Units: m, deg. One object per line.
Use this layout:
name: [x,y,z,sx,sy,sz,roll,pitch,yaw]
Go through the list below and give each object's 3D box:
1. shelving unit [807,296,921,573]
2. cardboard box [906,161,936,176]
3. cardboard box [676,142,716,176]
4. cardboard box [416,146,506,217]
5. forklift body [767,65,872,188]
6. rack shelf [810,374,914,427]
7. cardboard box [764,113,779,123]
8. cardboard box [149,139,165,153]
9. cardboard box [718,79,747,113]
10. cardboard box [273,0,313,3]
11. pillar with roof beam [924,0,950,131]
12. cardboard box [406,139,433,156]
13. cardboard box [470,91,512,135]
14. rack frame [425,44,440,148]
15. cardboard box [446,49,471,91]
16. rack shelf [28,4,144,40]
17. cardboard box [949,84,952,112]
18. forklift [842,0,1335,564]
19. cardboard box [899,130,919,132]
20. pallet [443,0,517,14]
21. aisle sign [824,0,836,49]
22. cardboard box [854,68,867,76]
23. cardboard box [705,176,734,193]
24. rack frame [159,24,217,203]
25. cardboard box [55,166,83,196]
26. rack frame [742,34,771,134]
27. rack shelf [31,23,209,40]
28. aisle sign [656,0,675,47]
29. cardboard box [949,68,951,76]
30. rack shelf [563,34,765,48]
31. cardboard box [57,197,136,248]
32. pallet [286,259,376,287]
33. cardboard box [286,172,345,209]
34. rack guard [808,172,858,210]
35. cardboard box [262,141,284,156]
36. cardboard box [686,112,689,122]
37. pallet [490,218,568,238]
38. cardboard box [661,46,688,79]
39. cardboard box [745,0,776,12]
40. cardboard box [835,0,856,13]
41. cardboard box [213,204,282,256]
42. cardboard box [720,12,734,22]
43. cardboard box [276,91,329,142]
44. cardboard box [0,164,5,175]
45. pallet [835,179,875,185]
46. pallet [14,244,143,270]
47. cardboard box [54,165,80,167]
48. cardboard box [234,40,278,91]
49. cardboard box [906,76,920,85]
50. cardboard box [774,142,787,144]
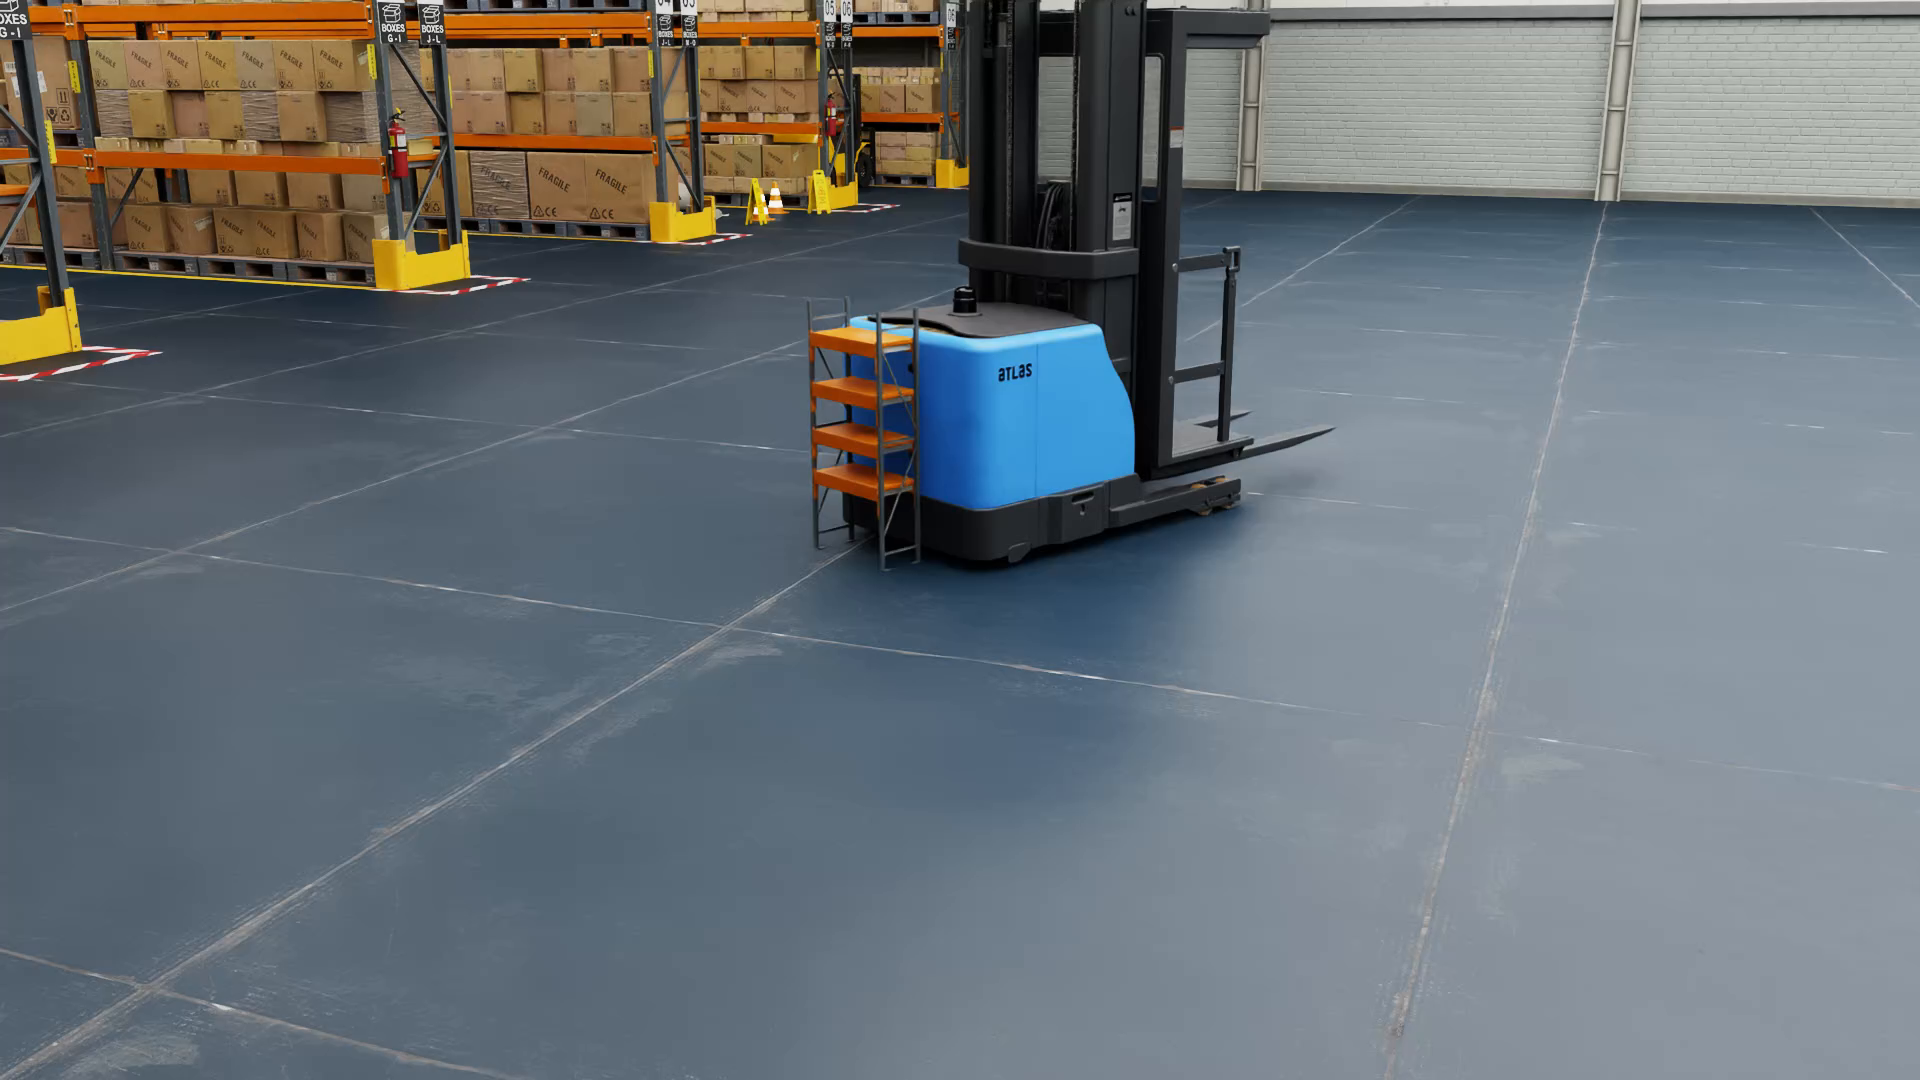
shelving unit: [-0.445,-0.498,7.738,0.258,1.200,0.503,-15,22,-41]
cardboard box: [-0.663,-6.846,30.555,0.500,0.250,0.500,6,17,21]
cardboard box: [-4.215,-6.126,26.730,0.500,0.500,0.500,7,18,24]
cardboard box: [-6.811,-4.925,22.817,0.875,0.875,0.875,7,17,21]
forklift body: [-2.543,-7.312,29.504,1.214,2.155,2.313,6,17,21]
rack shelf: [-0.445,-0.649,7.694,0.258,0.148,0.480,-15,22,-41]
cardboard box: [-2.861,-6.602,25.987,0.250,0.149,0.380,6,17,20]
cardboard box: [-8.488,-4.259,17.916,0.250,0.149,0.380,6,17,21]
cardboard box: [-3.462,-6.991,26.161,0.500,0.500,0.500,6,17,20]
cardboard box: [-6.571,-5.543,16.777,0.500,0.250,0.500,6,17,21]
pillar with roof beam: [-2.006,-10.069,26.715,0.400,9.000,9.100,6,17,21]
cardboard box: [-5.741,-4.112,17.407,0.250,0.149,0.380,6,17,21]
cardboard box: [-6.044,-5.728,22.254,0.550,0.550,0.875,6,17,21]
rack frame: [-9.369,-7.530,28.730,0.127,3.000,1.000,6,17,21]
cardboard box: [-6.486,-6.344,22.441,0.550,0.550,0.875,6,17,21]
rack shelf: [-11.145,-5.850,18.855,4.000,0.370,1.077,6,17,21]
cardboard box: [-0.469,-8.170,30.756,0.500,0.500,0.500,7,18,22]
forklift: [0.839,-1.626,8.517,3.031,2.935,1.130,-15,22,-41]
cardboard box: [-0.953,-7.509,31.044,0.500,0.250,0.500,6,17,21]
pallet: [-6.613,-7.138,22.160,1.213,0.211,1.003,6,17,21]
aisle sign: [-1.976,-7.878,25.268,0.004,0.787,0.394,6,17,21]
cardboard box: [-1.744,-8.588,30.499,0.250,0.149,0.380,7,17,22]
cardboard box: [-3.746,-5.713,26.650,0.500,0.250,0.500,6,17,19]
rack frame: [-11.092,-6.236,24.273,0.127,3.000,1.000,6,17,21]
cardboard box: [-13.238,-5.398,25.117,0.500,0.500,0.500,7,17,22]
rack frame: [-3.831,-8.408,31.757,0.127,3.000,1.000,6,17,21]
rack shelf: [-12.952,-7.535,24.659,4.000,0.370,1.077,6,17,21]
aisle sign: [-3.694,-6.581,20.798,0.004,0.787,0.394,6,17,21]
cardboard box: [-0.344,-8.591,30.511,0.250,0.149,0.380,6,17,20]
rack shelf: [-5.691,-9.708,32.144,4.000,0.370,1.077,6,17,21]
cardboard box: [-9.848,-3.630,18.990,0.500,0.500,0.700,5,17,16]
pallet: [-6.377,-2.902,17.792,1.213,0.211,1.003,6,17,21]
cardboard box: [-8.877,-5.088,23.600,0.750,0.750,1.050,6,17,21]
rack guard: [-1.998,-5.519,26.287,0.348,0.500,1.175,6,17,21]
cardboard box: [-7.073,-4.120,17.435,0.250,0.149,0.380,6,17,21]
cardboard box: [-4.287,-6.751,26.499,0.250,0.149,0.380,6,17,21]
pallet: [-5.553,-4.265,22.486,1.213,0.211,1.003,6,17,21]
cardboard box: [-4.394,-7.574,26.377,0.500,0.500,0.700,6,17,19]
cardboard box: [-2.965,-8.260,25.603,0.500,0.250,0.500,6,17,20]
cardboard box: [-2.057,-9.921,30.471,0.637,0.503,0.797,7,18,22]
cardboard box: [-7.785,-3.401,18.237,0.500,0.500,0.500,5,17,16]
cardboard box: [-3.543,-8.133,25.880,0.250,0.149,0.380,6,17,19]
cardboard box: [-6.574,-4.415,17.290,0.500,0.500,0.875,6,17,21]
cardboard box: [-15.057,-5.852,26.245,0.250,0.149,0.380,7,18,23]
pallet: [-1.967,-6.853,31.399,1.213,0.211,1.003,6,17,21]
pallet: [-10.009,-3.291,19.129,1.213,0.211,1.003,6,17,21]
cardboard box: [-13.253,-5.755,25.002,0.500,0.250,0.500,7,18,23]
cardboard box: [-7.097,-4.906,17.186,0.500,0.500,0.500,6,17,21]
cardboard box: [-0.784,-8.340,30.178,0.250,0.149,0.380,7,17,22]
cardboard box: [-3.087,-6.162,26.851,0.500,0.500,0.500,6,17,19]
